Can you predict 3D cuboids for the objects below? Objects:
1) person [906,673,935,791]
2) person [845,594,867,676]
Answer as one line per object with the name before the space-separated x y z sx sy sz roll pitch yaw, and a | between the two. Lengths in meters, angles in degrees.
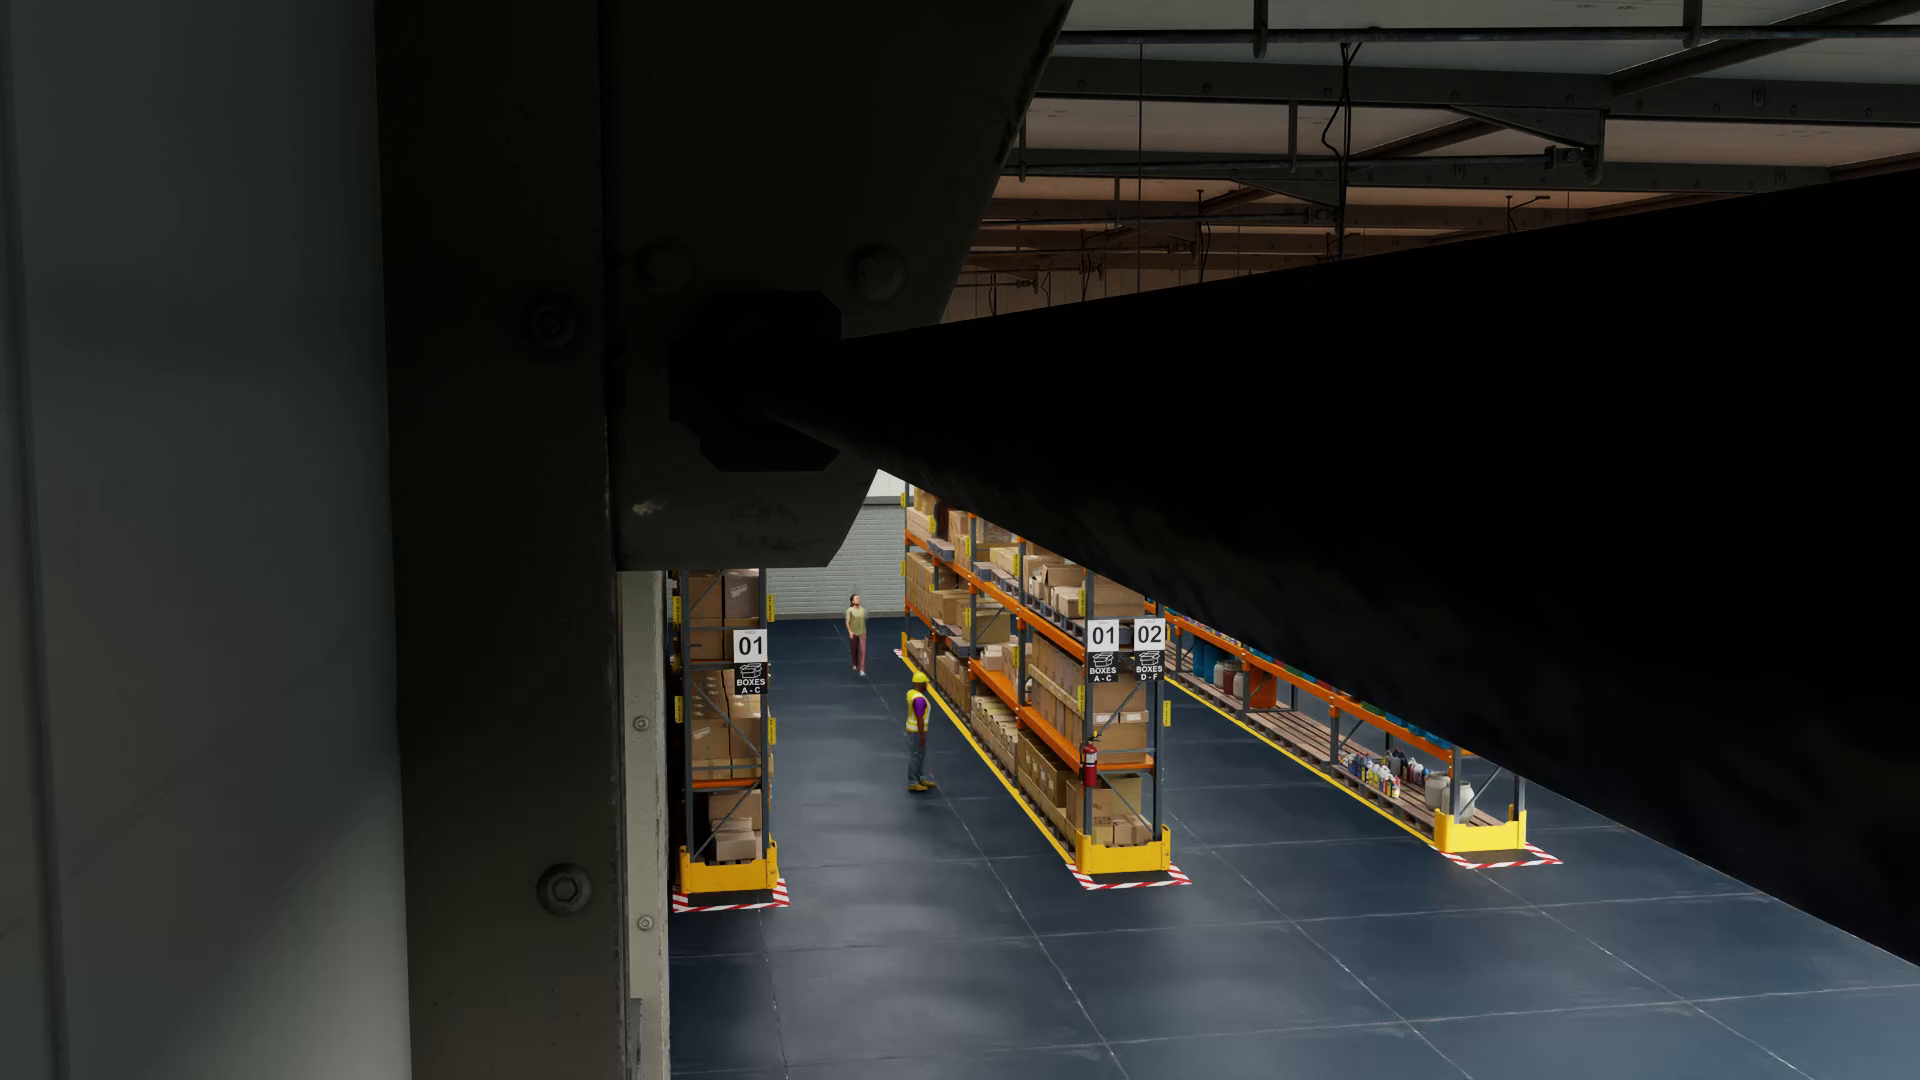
person | -0.580 2.863 24.931 0.449 1.770 0.593 -1 6 -8
person | -2.090 1.898 33.437 0.430 1.604 1.022 0 6 -1
